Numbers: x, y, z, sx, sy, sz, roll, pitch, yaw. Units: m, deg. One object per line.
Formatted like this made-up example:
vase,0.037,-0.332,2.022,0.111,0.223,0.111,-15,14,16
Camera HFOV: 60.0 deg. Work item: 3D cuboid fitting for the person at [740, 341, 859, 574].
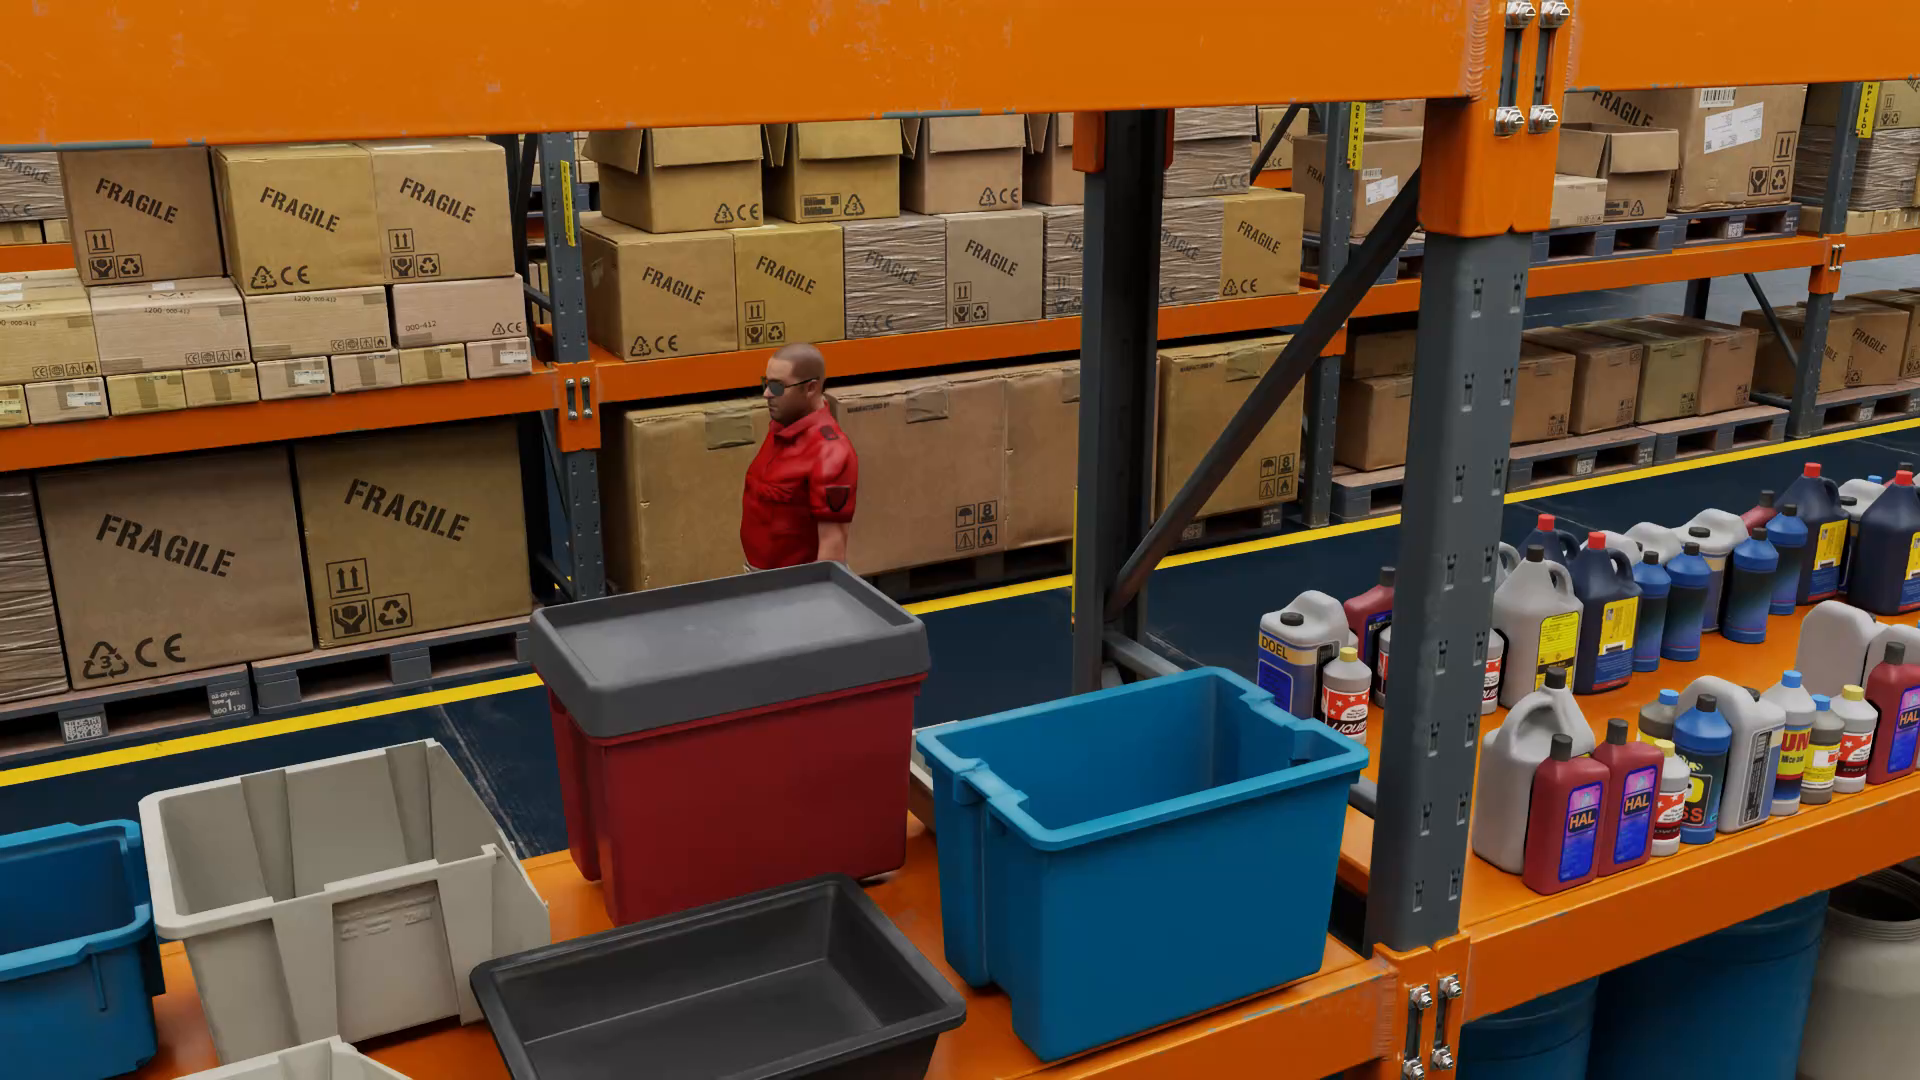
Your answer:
person,-0.527,0.210,5.480,0.361,1.744,0.530,-9,20,-25
